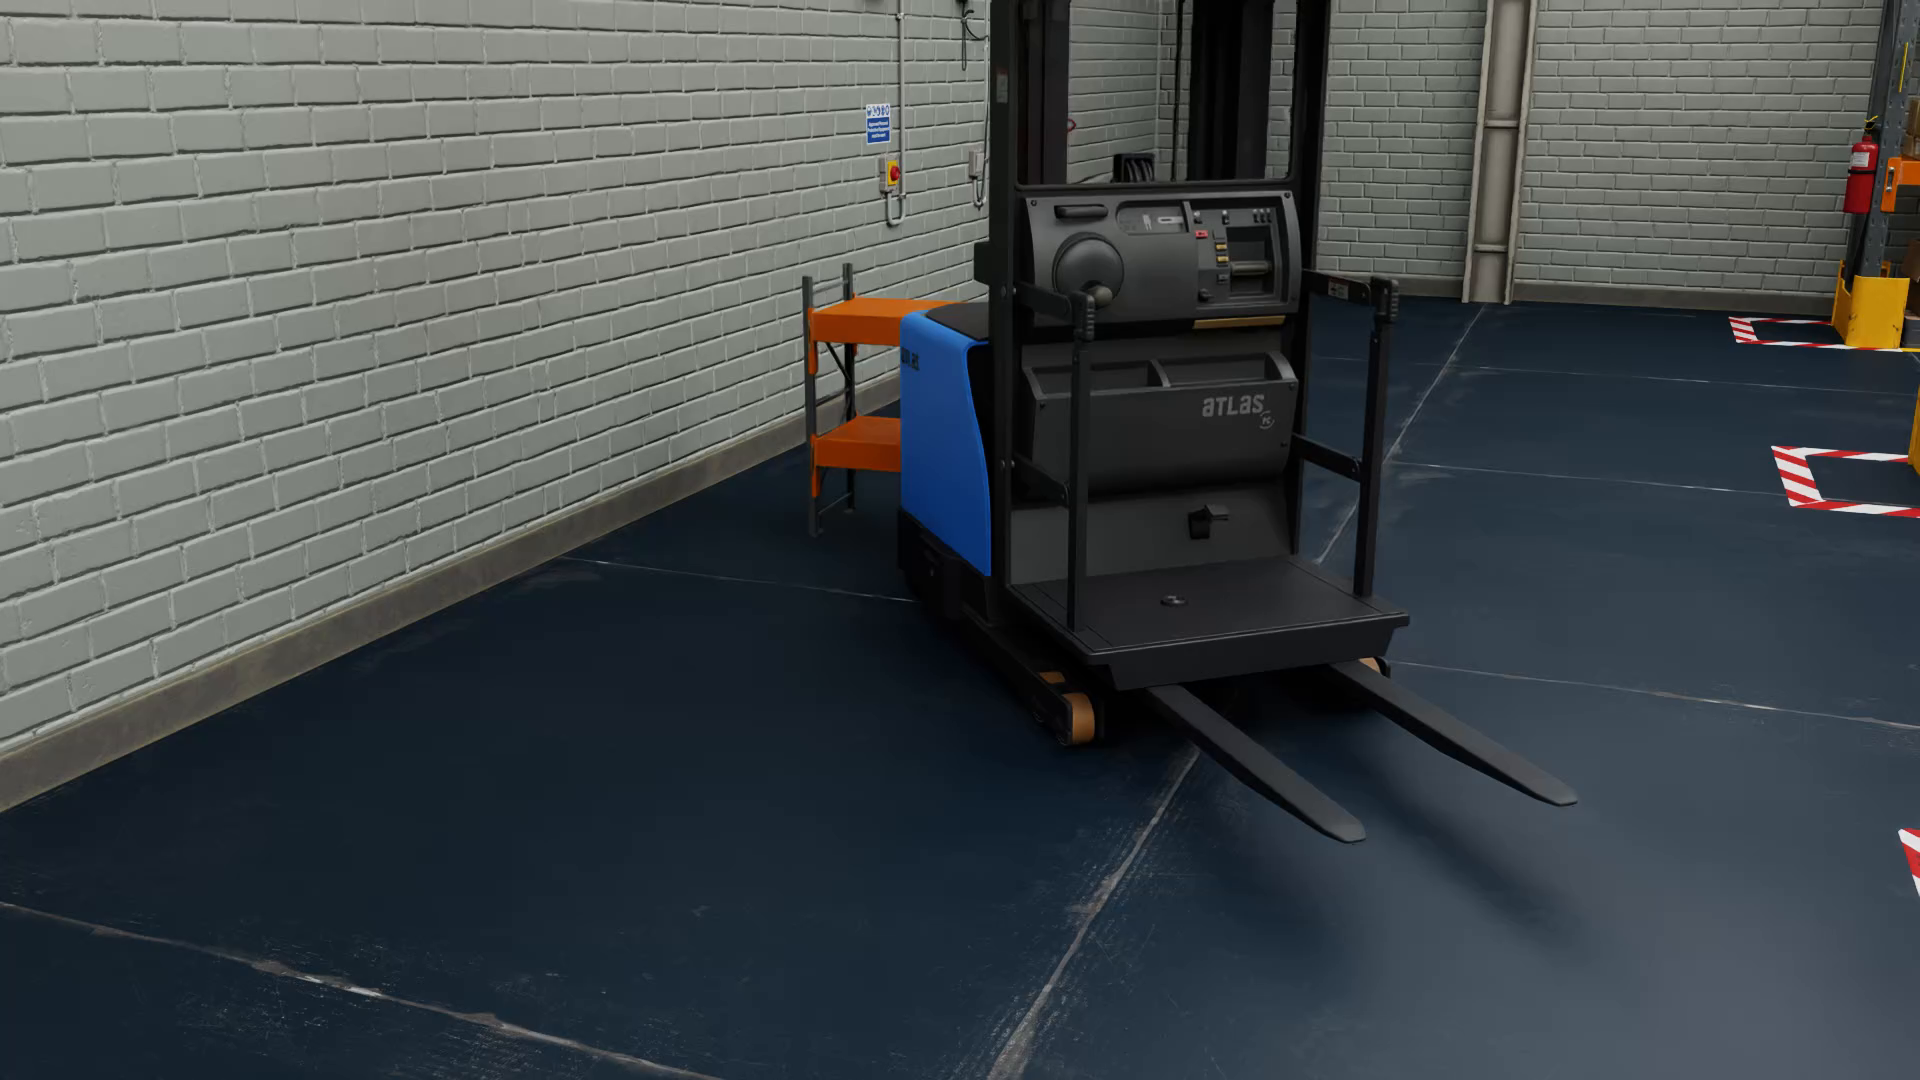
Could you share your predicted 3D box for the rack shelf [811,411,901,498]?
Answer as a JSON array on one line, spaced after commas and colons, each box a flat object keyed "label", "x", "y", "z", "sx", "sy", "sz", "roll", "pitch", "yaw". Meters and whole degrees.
[{"label": "rack shelf", "x": -0.083, "y": -0.343, "z": 7.213, "sx": 1.000, "sy": 0.278, "sz": 0.538, "roll": 5, "pitch": 17, "yaw": 17}]

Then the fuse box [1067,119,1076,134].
[{"label": "fuse box", "x": 0.515, "y": -2.167, "z": 11.570, "sx": 0.414, "sy": 1.711, "sz": 0.539, "roll": 6, "pitch": 17, "yaw": 21}]

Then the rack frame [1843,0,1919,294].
[{"label": "rack frame", "x": 6.681, "y": -2.973, "z": 12.035, "sx": 0.127, "sy": 3.000, "sz": 1.000, "roll": 6, "pitch": 17, "yaw": 21}]

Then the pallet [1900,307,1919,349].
[{"label": "pallet", "x": 7.493, "y": -1.545, "z": 12.117, "sx": 1.213, "sy": 0.211, "sz": 1.003, "roll": 6, "pitch": 17, "yaw": 21}]

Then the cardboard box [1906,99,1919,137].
[{"label": "cardboard box", "x": 7.206, "y": -3.066, "z": 12.089, "sx": 0.500, "sy": 0.250, "sz": 0.500, "roll": 7, "pitch": 18, "yaw": 22}]

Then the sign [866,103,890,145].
[{"label": "sign", "x": -0.466, "y": -2.380, "z": 9.506, "sx": 0.001, "sy": 0.218, "sz": 0.327, "roll": 6, "pitch": 17, "yaw": 21}]

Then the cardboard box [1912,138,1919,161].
[{"label": "cardboard box", "x": 6.886, "y": -2.748, "z": 11.709, "sx": 0.250, "sy": 0.149, "sz": 0.380, "roll": 6, "pitch": 17, "yaw": 20}]

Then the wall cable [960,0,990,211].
[{"label": "wall cable", "x": 0.118, "y": -3.113, "z": 10.695, "sx": 0.122, "sy": 1.984, "sz": 0.588, "roll": 6, "pitch": 17, "yaw": 21}]

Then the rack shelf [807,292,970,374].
[{"label": "rack shelf", "x": -0.083, "y": -0.858, "z": 7.063, "sx": 1.000, "sy": 0.278, "sz": 0.538, "roll": 5, "pitch": 17, "yaw": 17}]

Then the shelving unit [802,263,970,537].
[{"label": "shelving unit", "x": -0.083, "y": -0.577, "z": 7.145, "sx": 1.048, "sy": 1.125, "sz": 0.538, "roll": 5, "pitch": 17, "yaw": 17}]

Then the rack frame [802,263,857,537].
[{"label": "rack frame", "x": -0.566, "y": -0.621, "z": 7.295, "sx": 0.032, "sy": 1.125, "sz": 0.500, "roll": 5, "pitch": 17, "yaw": 17}]

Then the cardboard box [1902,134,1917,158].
[{"label": "cardboard box", "x": 7.087, "y": -2.888, "z": 12.193, "sx": 0.250, "sy": 0.149, "sz": 0.380, "roll": 6, "pitch": 17, "yaw": 20}]

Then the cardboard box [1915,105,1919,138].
[{"label": "cardboard box", "x": 7.004, "y": -2.928, "z": 11.614, "sx": 0.500, "sy": 0.250, "sz": 0.500, "roll": 6, "pitch": 17, "yaw": 21}]

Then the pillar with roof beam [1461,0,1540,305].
[{"label": "pillar with roof beam", "x": 2.923, "y": -5.247, "z": 9.108, "sx": 0.400, "sy": 9.000, "sz": 9.100, "roll": 6, "pitch": 17, "yaw": 21}]

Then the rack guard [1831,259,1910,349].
[{"label": "rack guard", "x": 6.751, "y": -1.765, "z": 12.357, "sx": 0.348, "sy": 0.500, "sz": 1.175, "roll": 6, "pitch": 17, "yaw": 21}]

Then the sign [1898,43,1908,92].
[{"label": "sign", "x": 6.482, "y": -3.248, "z": 11.429, "sx": 0.005, "sy": 0.325, "sz": 0.100, "roll": 6, "pitch": 17, "yaw": 21}]

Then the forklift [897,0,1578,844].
[{"label": "forklift", "x": 0.722, "y": -0.911, "z": 5.054, "sx": 1.130, "sy": 2.935, "sz": 3.031, "roll": -6, "pitch": 17, "yaw": -19}]

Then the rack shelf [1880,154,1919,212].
[{"label": "rack shelf", "x": 8.541, "y": -2.423, "z": 11.430, "sx": 4.000, "sy": 0.370, "sz": 1.077, "roll": 6, "pitch": 17, "yaw": 21}]

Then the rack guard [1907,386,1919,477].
[{"label": "rack guard", "x": 4.840, "y": -0.487, "z": 7.956, "sx": 0.348, "sy": 0.500, "sz": 1.175, "roll": 6, "pitch": 17, "yaw": 21}]

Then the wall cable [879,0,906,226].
[{"label": "wall cable", "x": -0.391, "y": -2.759, "z": 9.419, "sx": 0.123, "sy": 1.953, "sz": 0.585, "roll": 6, "pitch": 17, "yaw": 21}]

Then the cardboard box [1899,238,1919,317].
[{"label": "cardboard box", "x": 7.215, "y": -1.889, "z": 12.024, "sx": 0.637, "sy": 0.503, "sz": 0.797, "roll": 6, "pitch": 17, "yaw": 18}]

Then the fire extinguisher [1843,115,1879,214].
[{"label": "fire extinguisher", "x": 6.374, "y": -2.652, "z": 11.737, "sx": 0.183, "sy": 0.674, "sz": 0.296, "roll": 6, "pitch": 17, "yaw": 21}]
